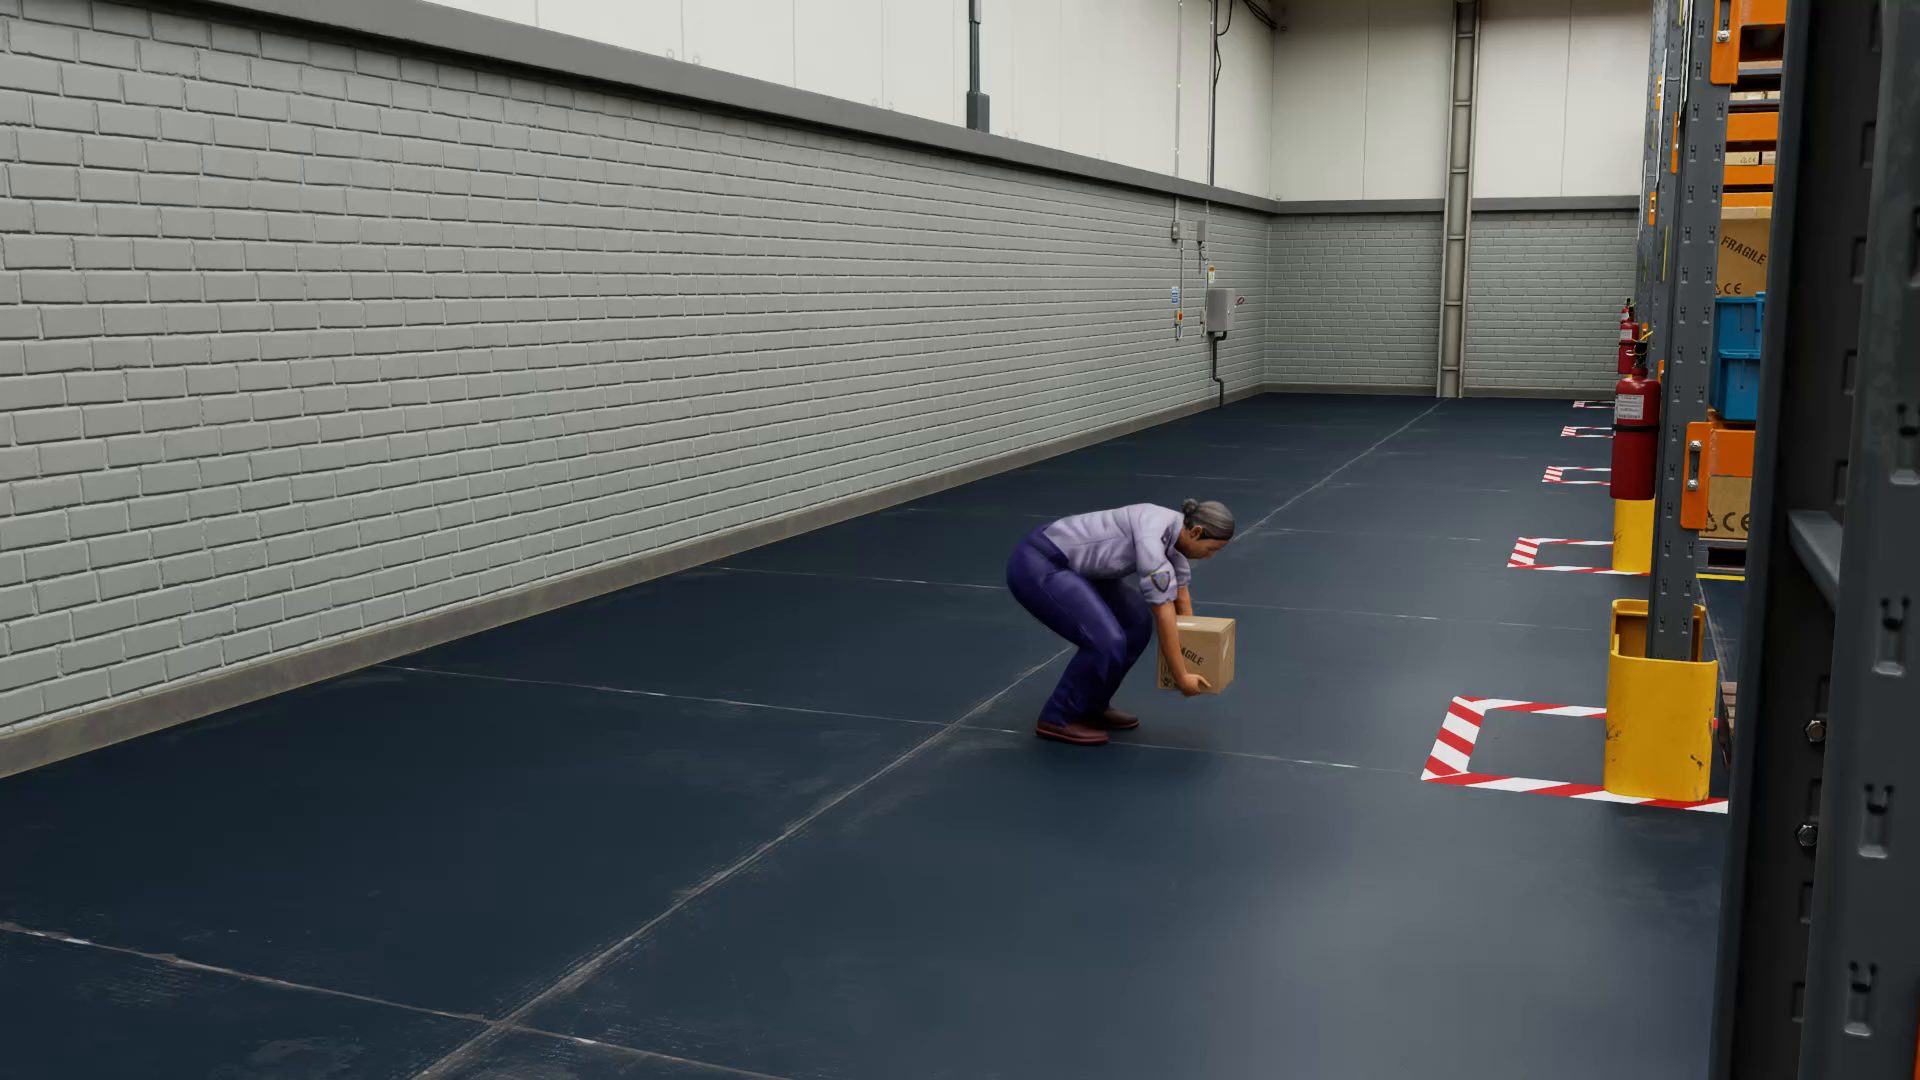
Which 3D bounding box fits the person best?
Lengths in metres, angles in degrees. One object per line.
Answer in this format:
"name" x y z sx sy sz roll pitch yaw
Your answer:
"person" 0.636 0.308 6.629 0.891 0.975 0.507 3 9 18
